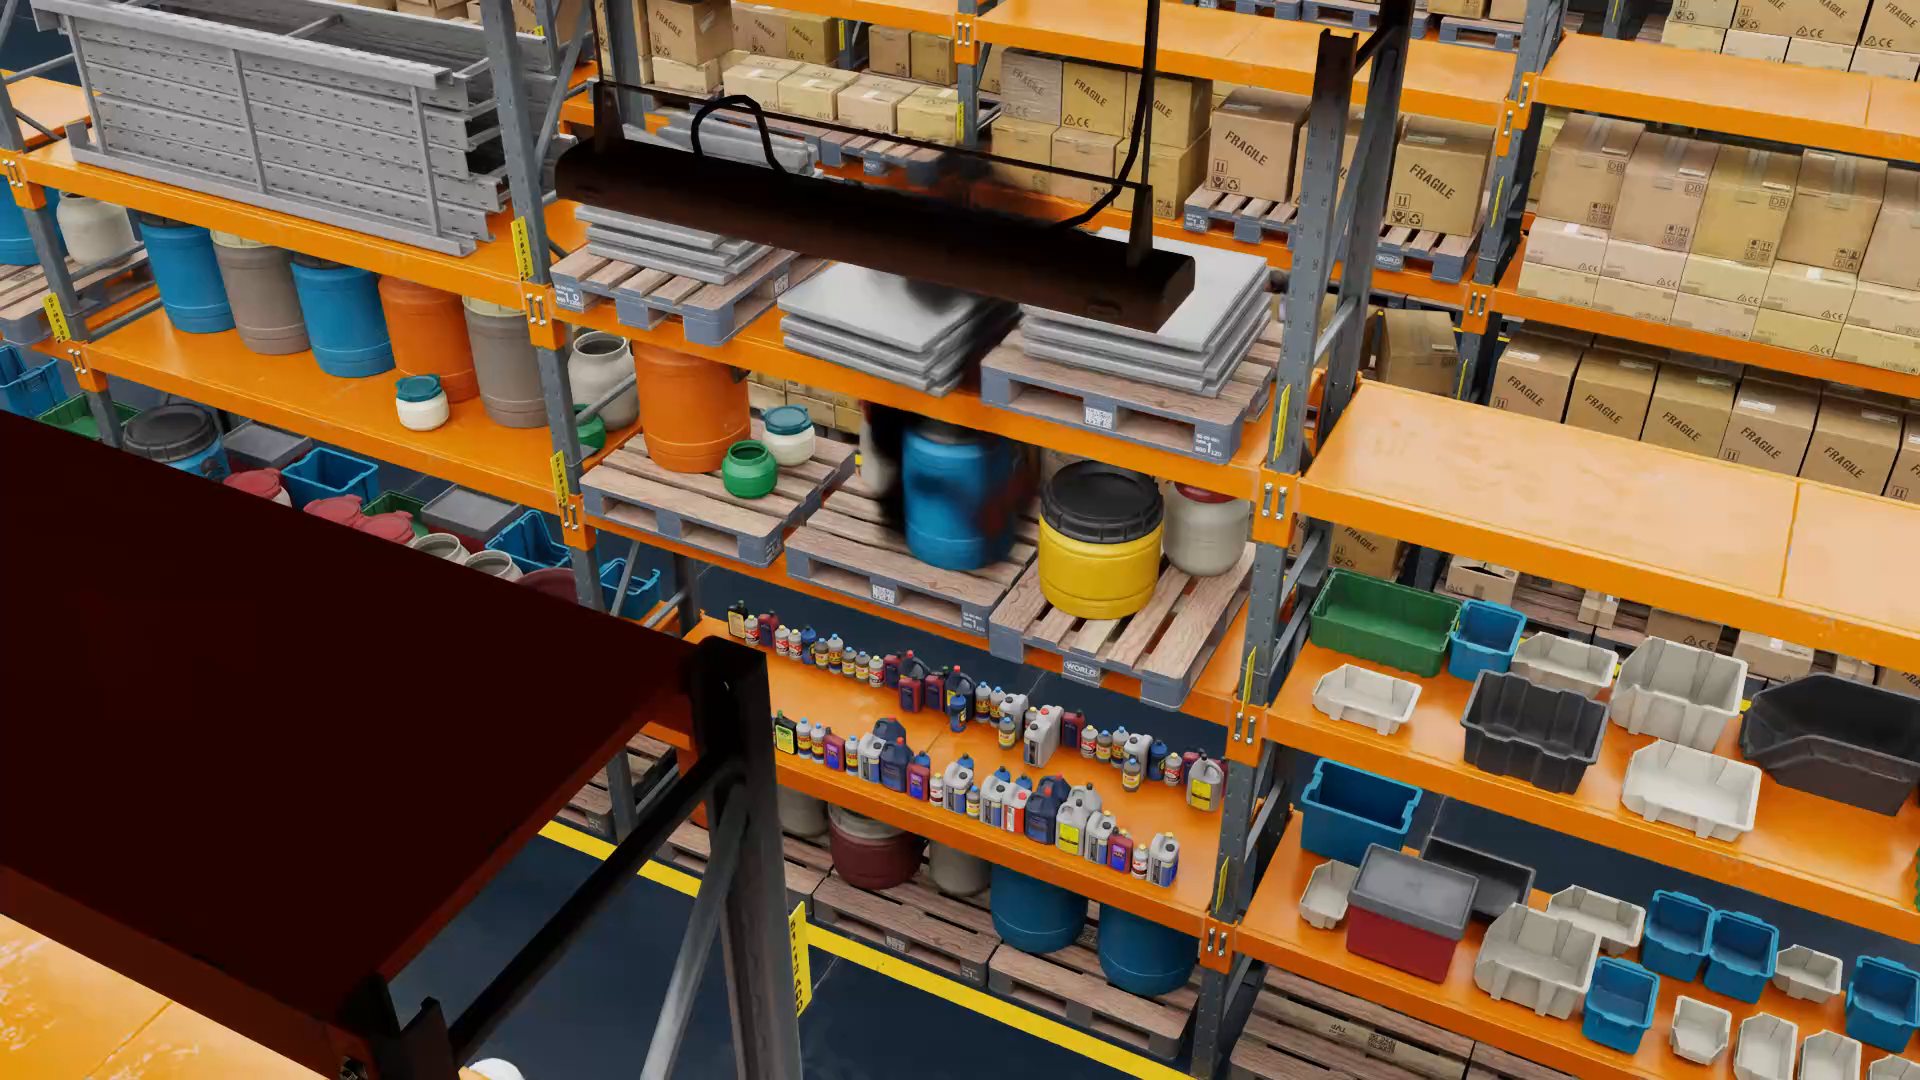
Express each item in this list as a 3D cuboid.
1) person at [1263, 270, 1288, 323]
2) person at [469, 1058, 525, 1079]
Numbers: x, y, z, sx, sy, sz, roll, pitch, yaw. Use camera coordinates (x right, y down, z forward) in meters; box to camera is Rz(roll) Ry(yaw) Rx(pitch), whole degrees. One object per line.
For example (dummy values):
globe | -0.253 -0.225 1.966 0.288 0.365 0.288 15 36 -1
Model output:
person | 2.821 -1.669 14.883 0.642 1.601 0.616 10 36 14
person | -1.887 3.015 7.579 0.677 1.735 0.698 -27 43 -33
